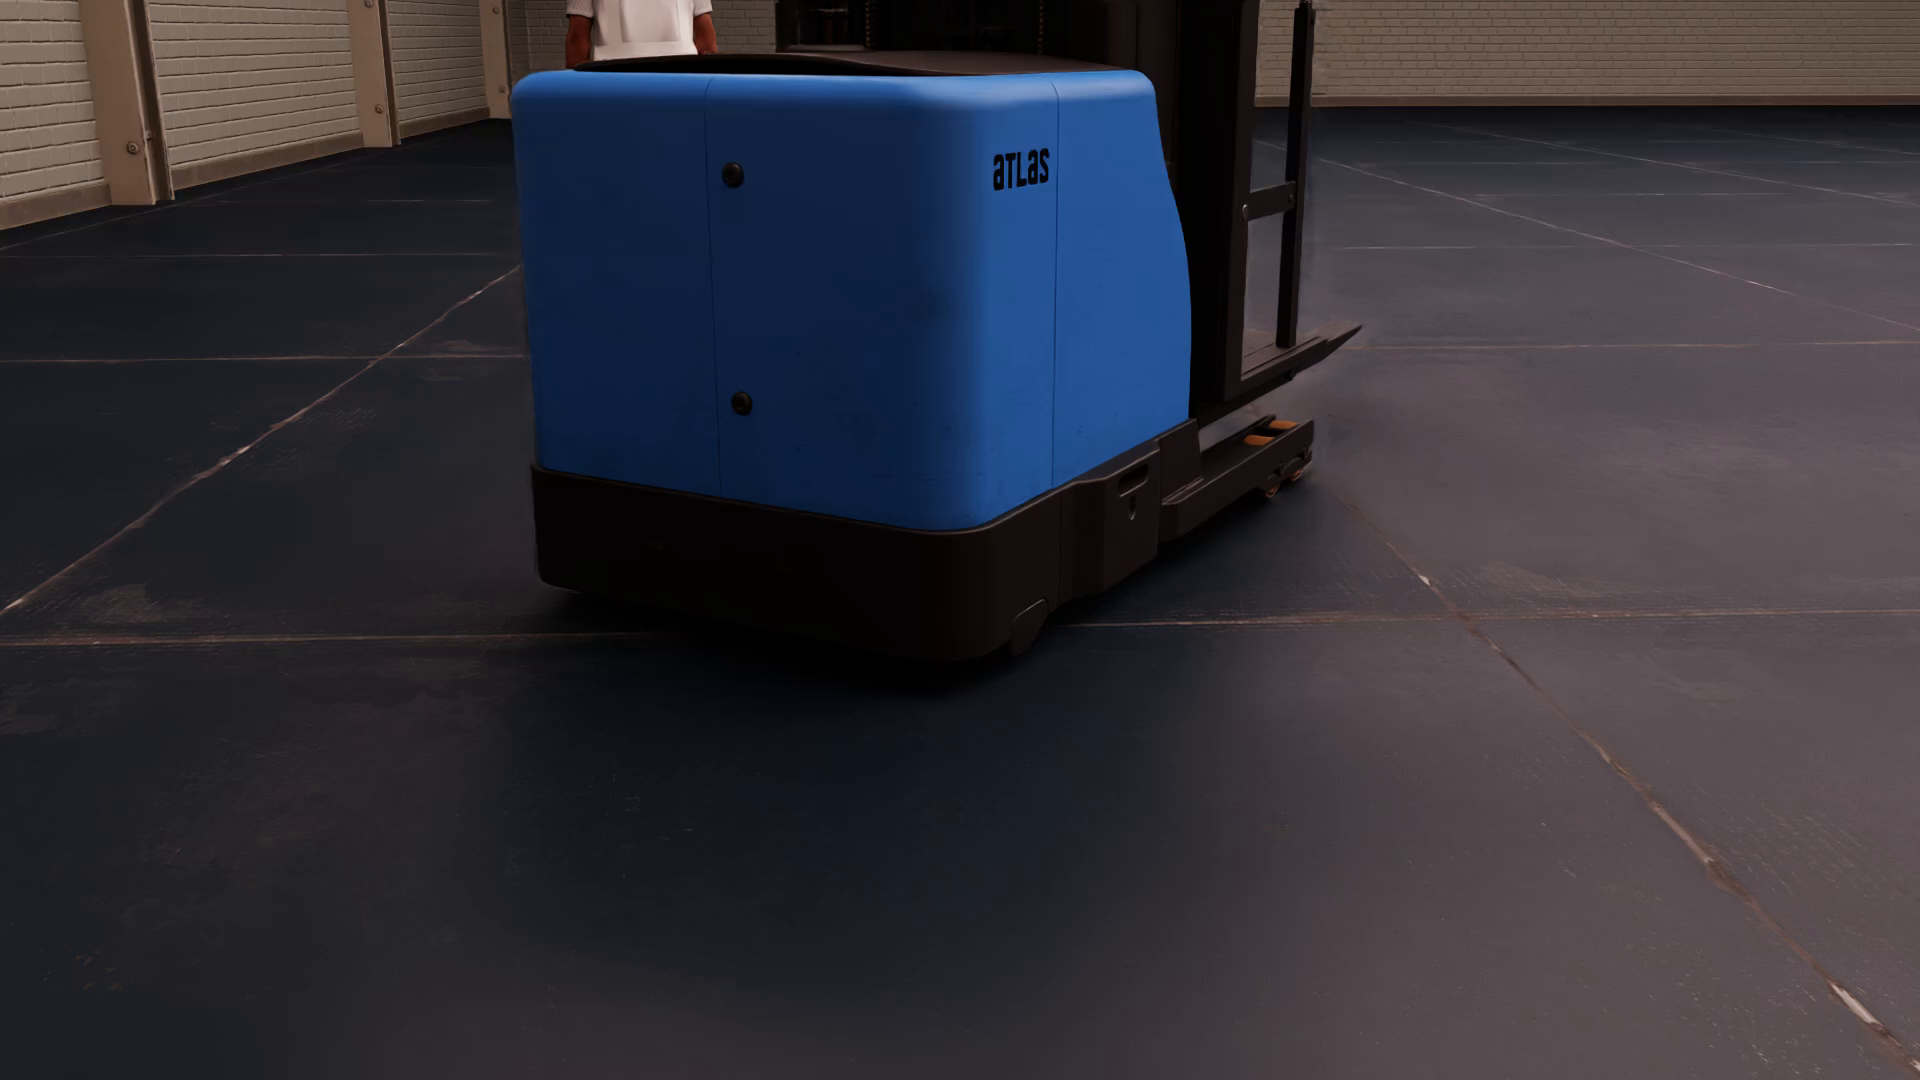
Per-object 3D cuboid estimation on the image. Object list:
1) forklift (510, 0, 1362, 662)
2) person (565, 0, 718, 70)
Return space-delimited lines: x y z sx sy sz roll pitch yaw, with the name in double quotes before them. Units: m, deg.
"forklift" 0.289 -1.564 4.022 1.130 2.935 3.031 9 19 28
"person" -1.265 -1.763 6.657 0.619 1.772 0.450 -7 18 -22
